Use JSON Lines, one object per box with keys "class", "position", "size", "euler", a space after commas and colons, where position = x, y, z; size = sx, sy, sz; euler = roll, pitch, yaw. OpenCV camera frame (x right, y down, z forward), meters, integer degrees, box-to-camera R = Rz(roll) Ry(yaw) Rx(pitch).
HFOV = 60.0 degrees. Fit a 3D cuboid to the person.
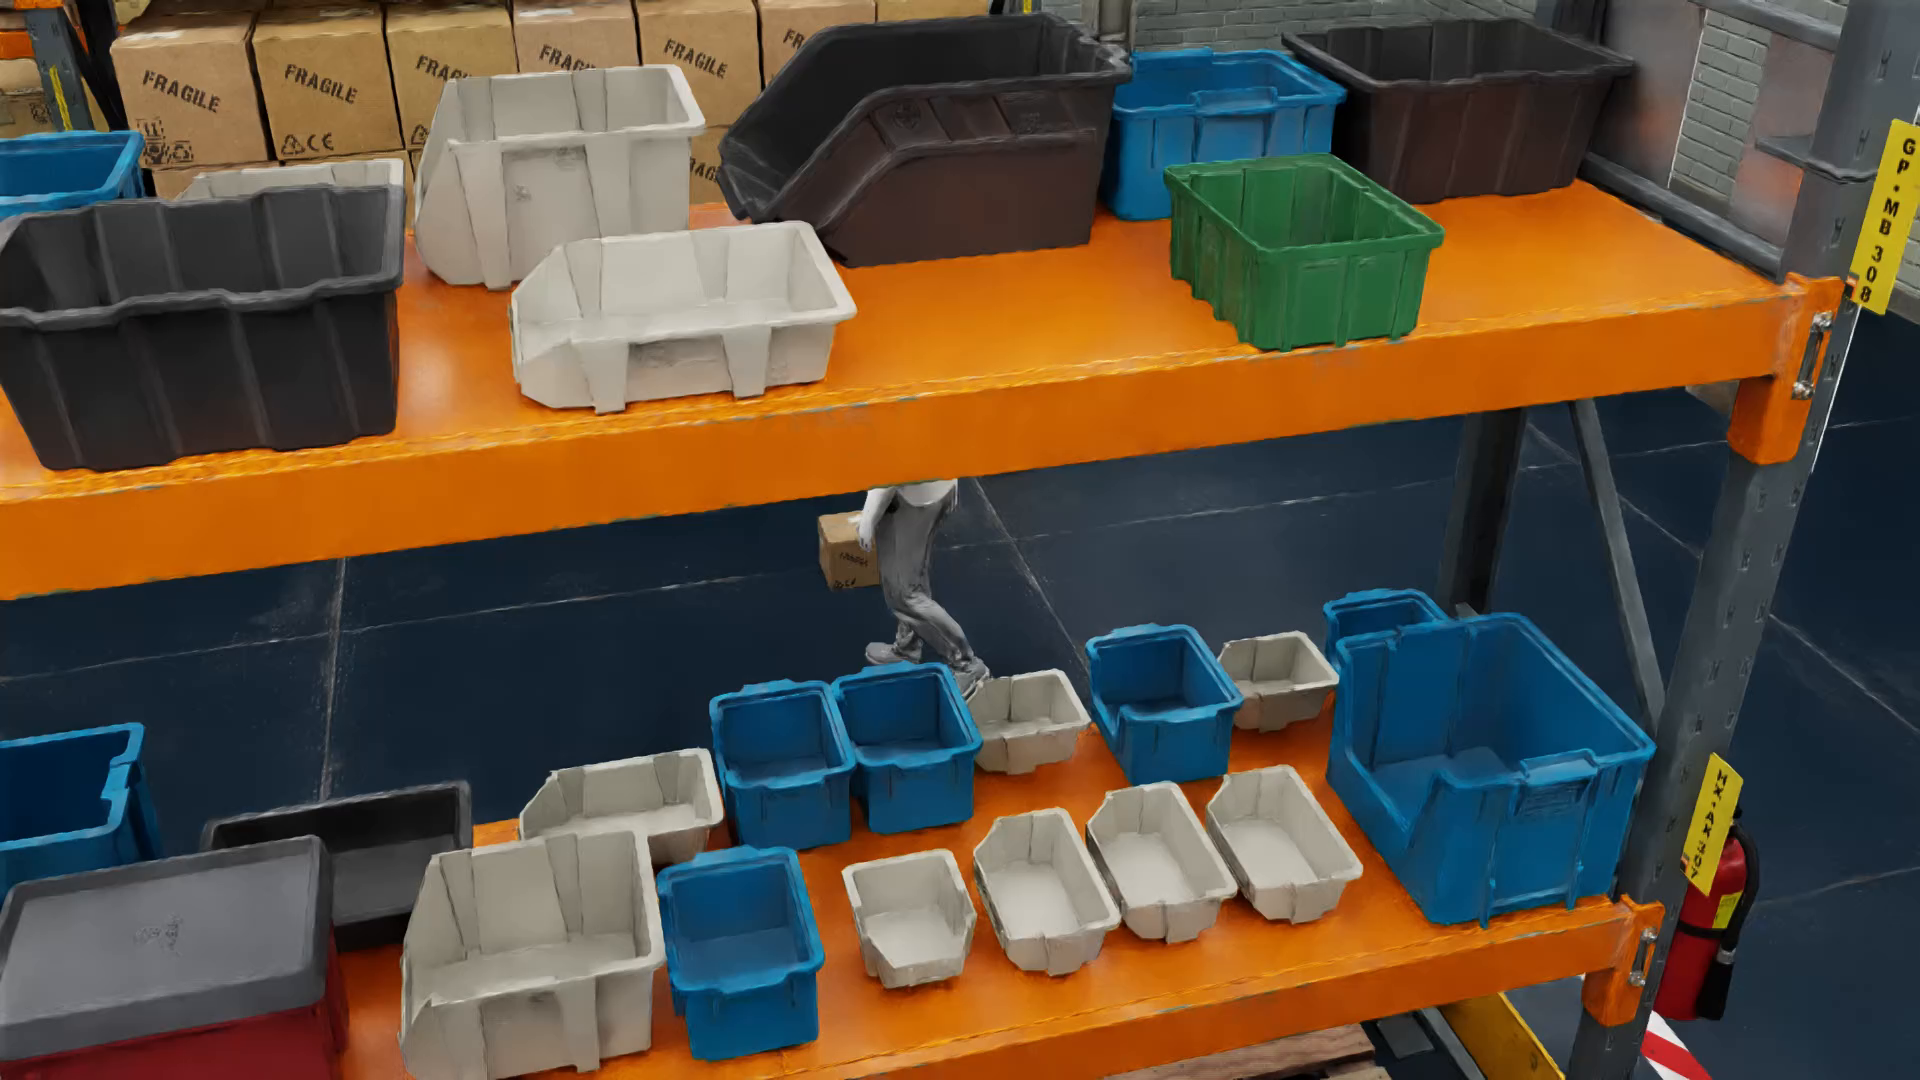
{"class": "person", "position": [-0.146, -0.151, 6.369], "size": [0.609, 1.676, 0.539], "euler": [13, 33, 21]}
